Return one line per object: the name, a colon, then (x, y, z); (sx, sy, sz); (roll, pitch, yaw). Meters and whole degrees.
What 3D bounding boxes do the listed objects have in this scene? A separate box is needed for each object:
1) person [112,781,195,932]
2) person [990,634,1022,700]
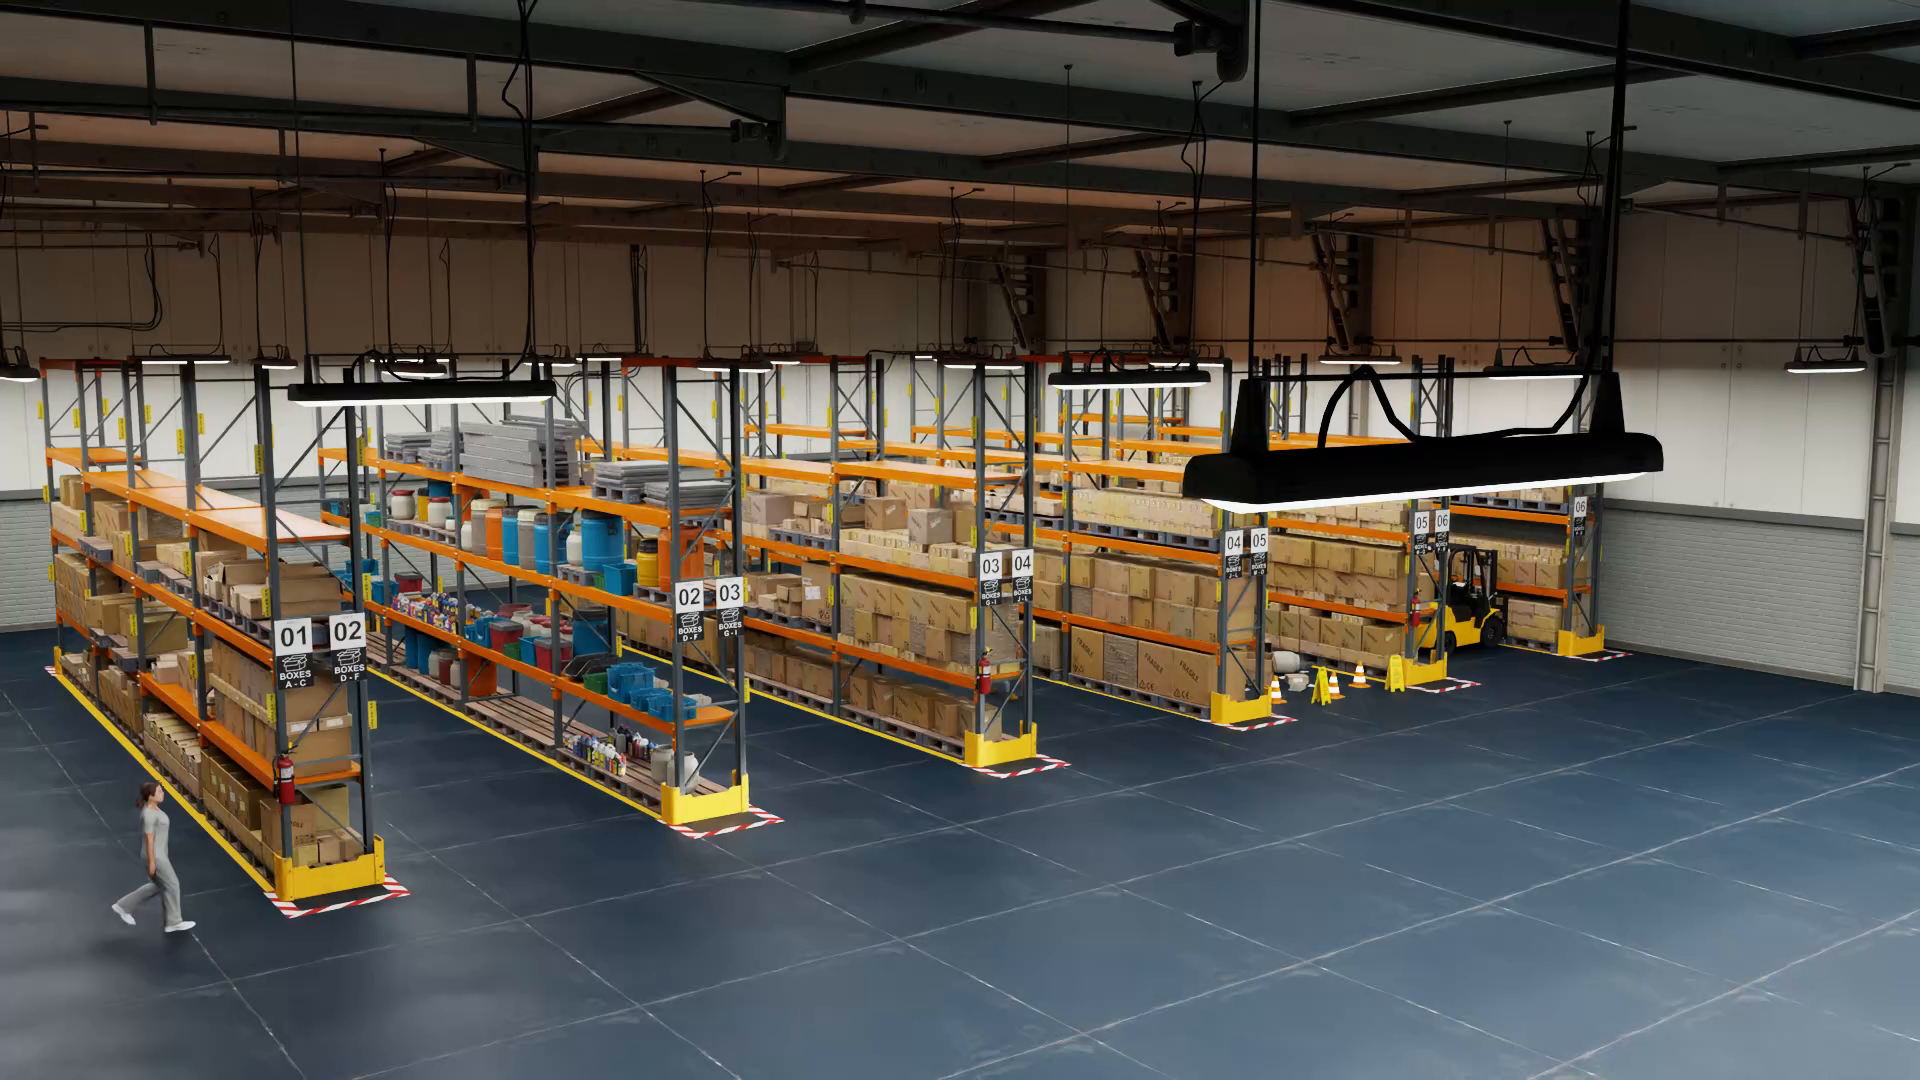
person: (-8.642, 3.380, 17.730); (0.822, 1.644, 0.446); (-2, 7, -17)
person: (0.758, 1.918, 29.537); (0.572, 1.705, 1.079); (-7, 10, -44)
